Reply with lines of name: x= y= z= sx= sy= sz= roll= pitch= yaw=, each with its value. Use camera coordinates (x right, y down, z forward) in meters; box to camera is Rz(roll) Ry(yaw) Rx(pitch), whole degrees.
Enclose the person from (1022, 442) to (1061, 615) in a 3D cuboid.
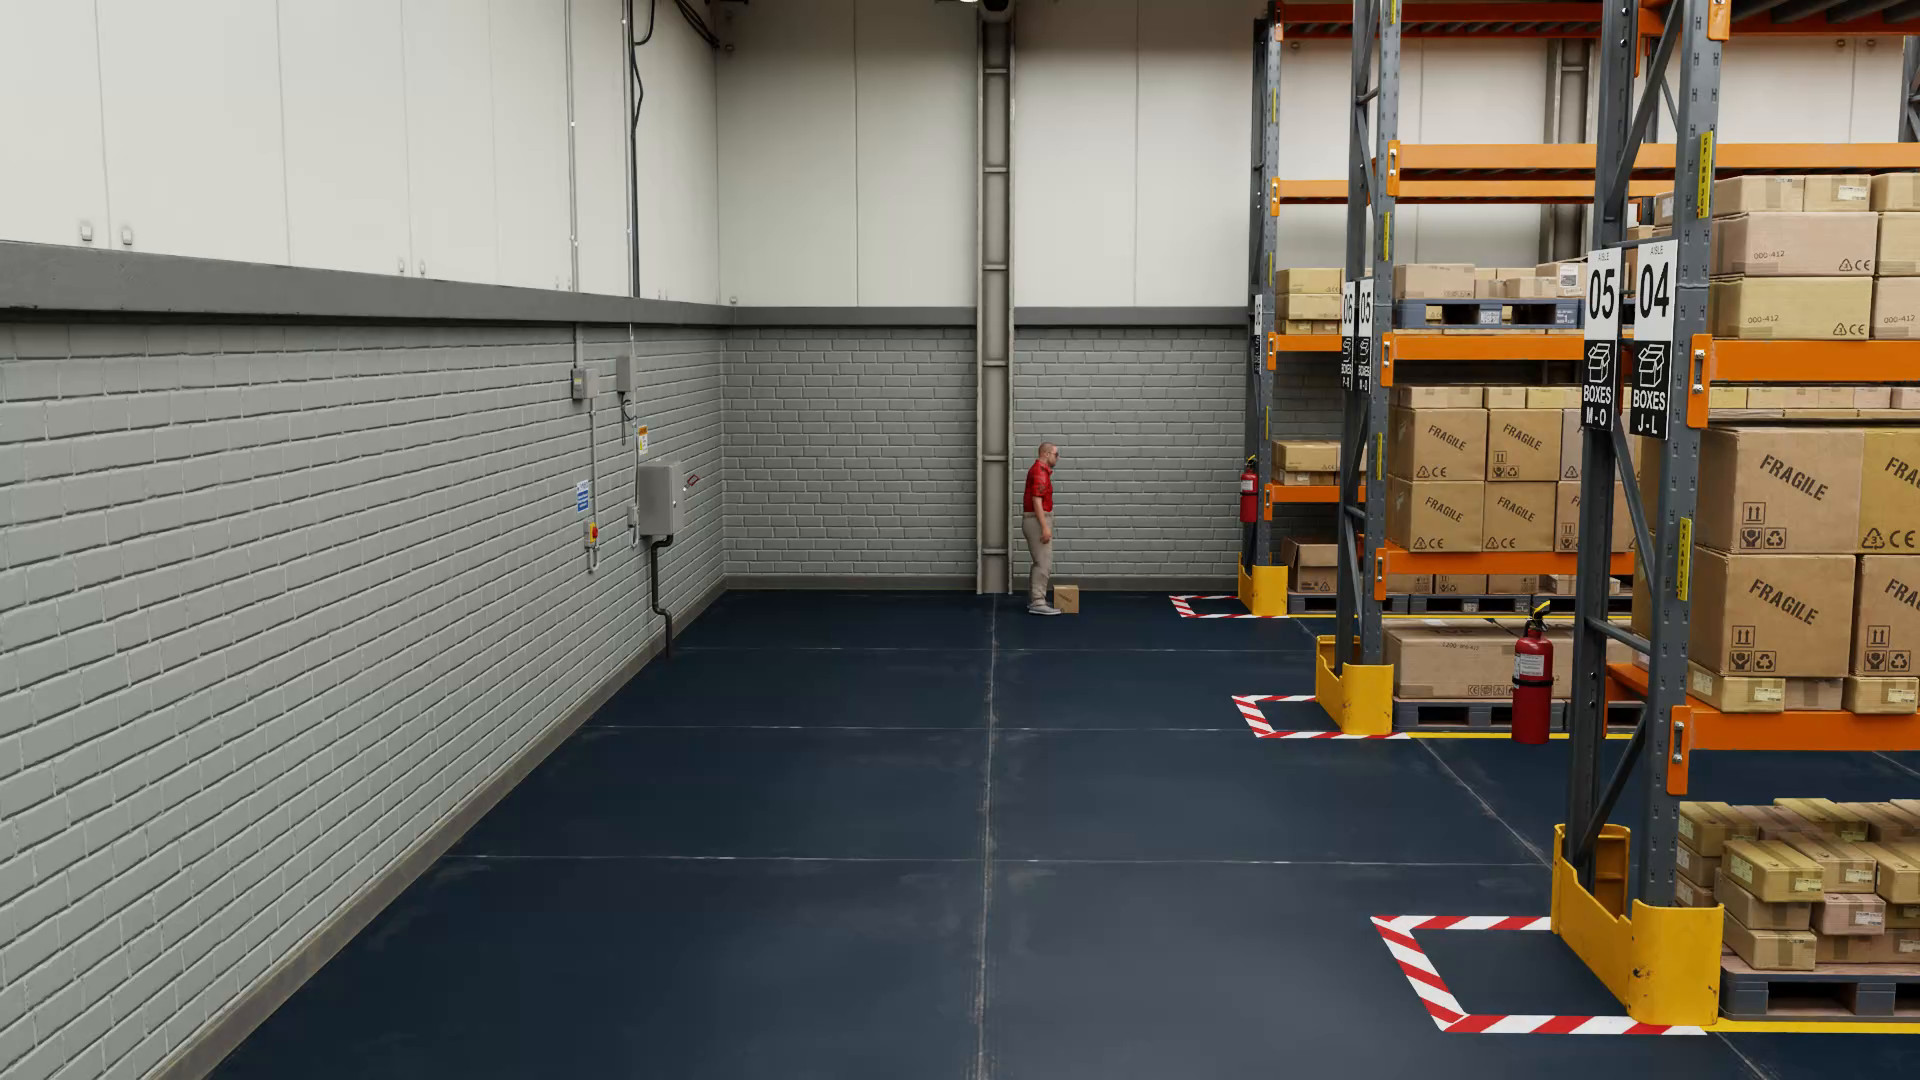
person: x=0.826 y=-0.131 z=16.863 sx=0.391 sy=1.727 sz=0.584 roll=0 pitch=7 yaw=1
